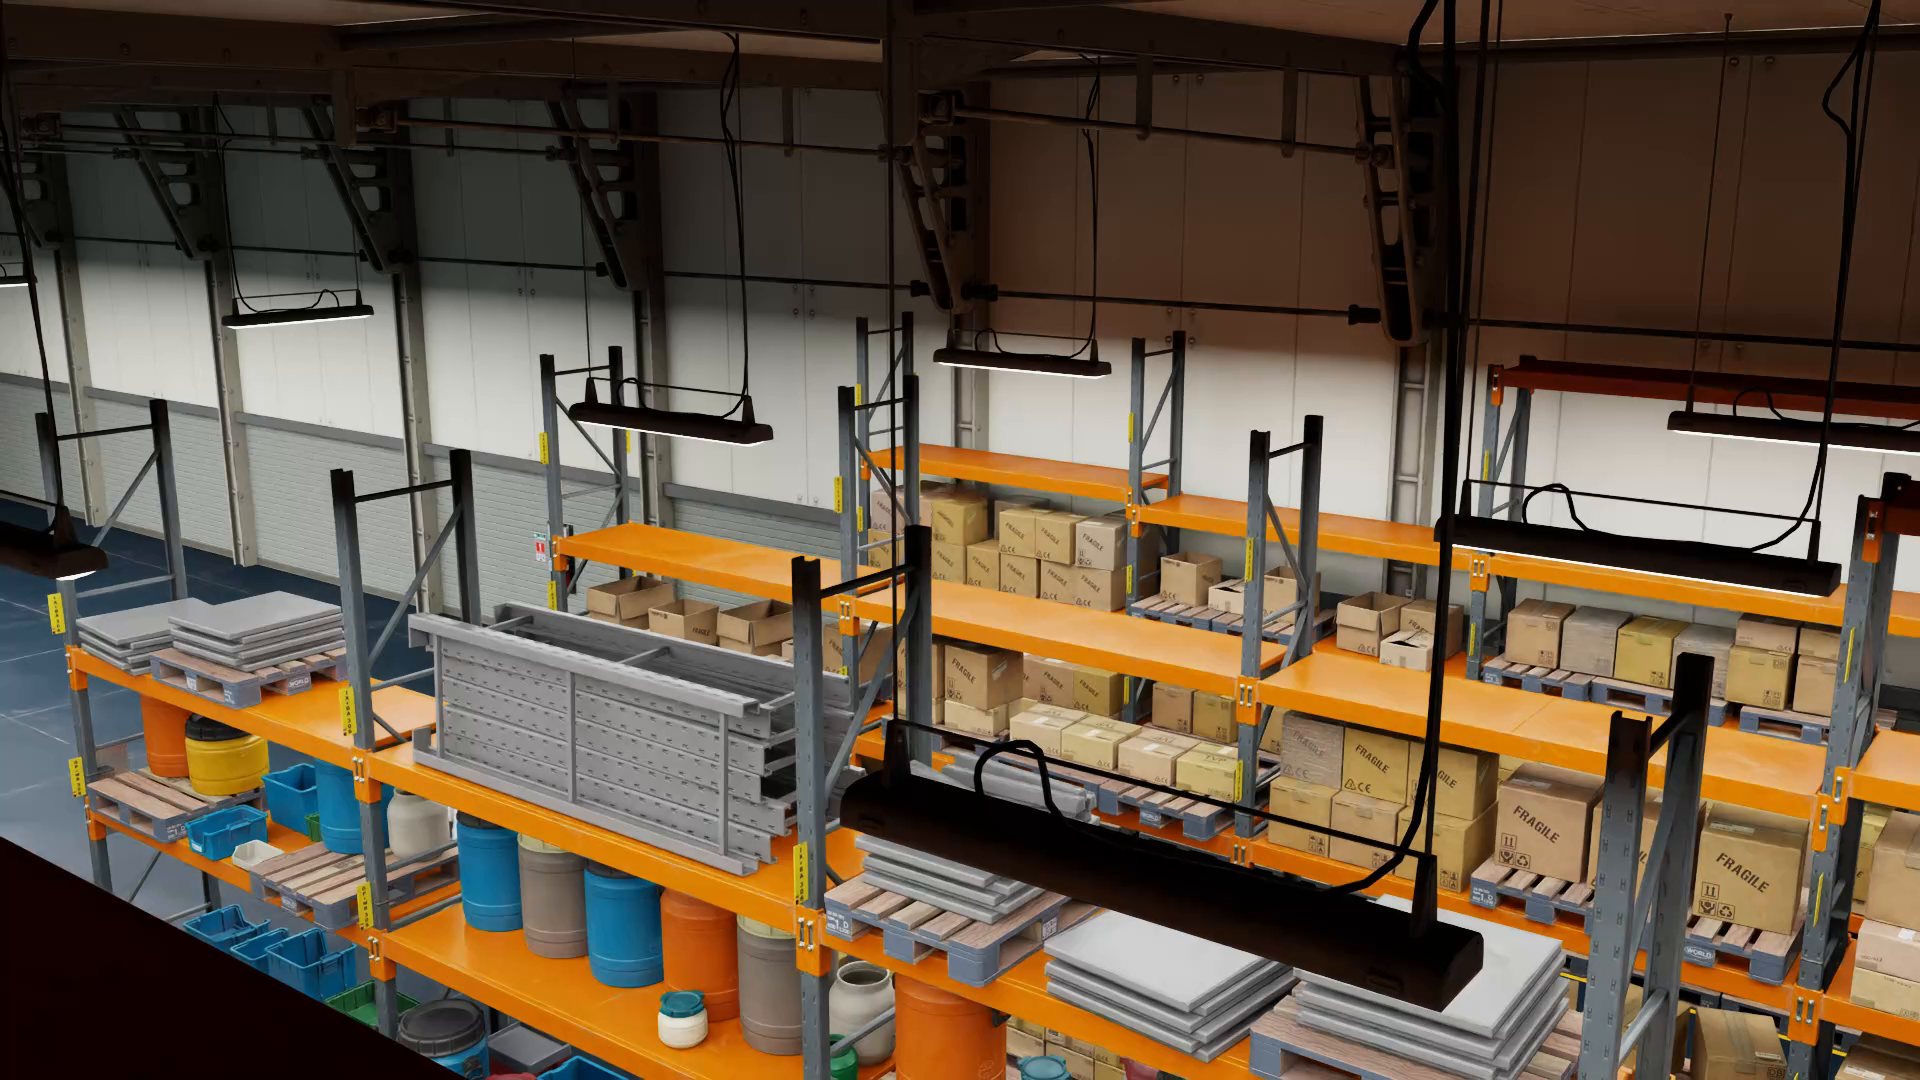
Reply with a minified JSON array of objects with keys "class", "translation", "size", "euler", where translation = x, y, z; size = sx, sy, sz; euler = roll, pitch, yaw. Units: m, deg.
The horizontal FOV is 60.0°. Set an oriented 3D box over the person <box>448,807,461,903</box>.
[{"class":"person","translation":[-5.150,3.314,17.600],"size":[0.582,1.422,0.446],"euler":[-4,14,-17]}]
